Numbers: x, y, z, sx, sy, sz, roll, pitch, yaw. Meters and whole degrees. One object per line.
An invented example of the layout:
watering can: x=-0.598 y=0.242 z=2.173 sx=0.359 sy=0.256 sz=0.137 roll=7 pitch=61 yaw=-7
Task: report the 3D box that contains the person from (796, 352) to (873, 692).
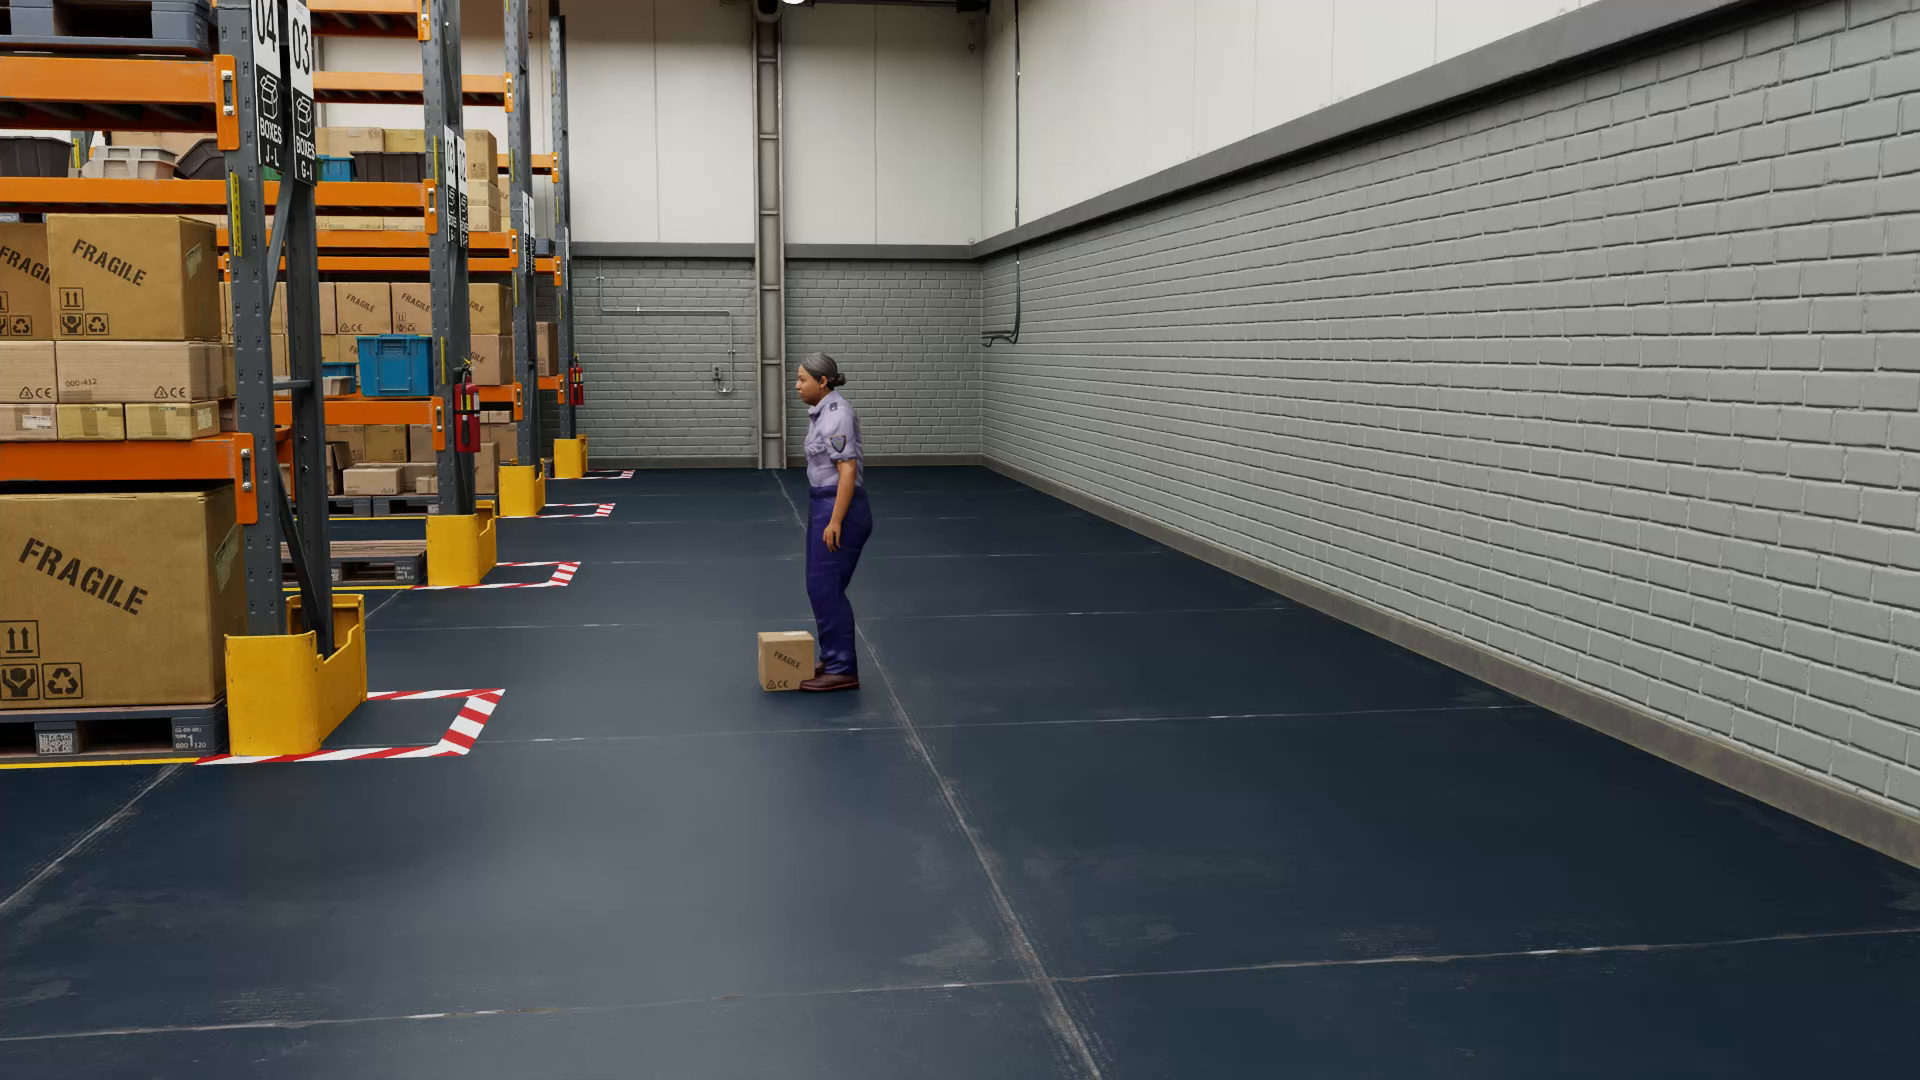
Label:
person: x=-0.635 y=-0.099 z=8.231 sx=0.374 sy=1.651 sz=0.560 roll=-1 pitch=7 yaw=-12
